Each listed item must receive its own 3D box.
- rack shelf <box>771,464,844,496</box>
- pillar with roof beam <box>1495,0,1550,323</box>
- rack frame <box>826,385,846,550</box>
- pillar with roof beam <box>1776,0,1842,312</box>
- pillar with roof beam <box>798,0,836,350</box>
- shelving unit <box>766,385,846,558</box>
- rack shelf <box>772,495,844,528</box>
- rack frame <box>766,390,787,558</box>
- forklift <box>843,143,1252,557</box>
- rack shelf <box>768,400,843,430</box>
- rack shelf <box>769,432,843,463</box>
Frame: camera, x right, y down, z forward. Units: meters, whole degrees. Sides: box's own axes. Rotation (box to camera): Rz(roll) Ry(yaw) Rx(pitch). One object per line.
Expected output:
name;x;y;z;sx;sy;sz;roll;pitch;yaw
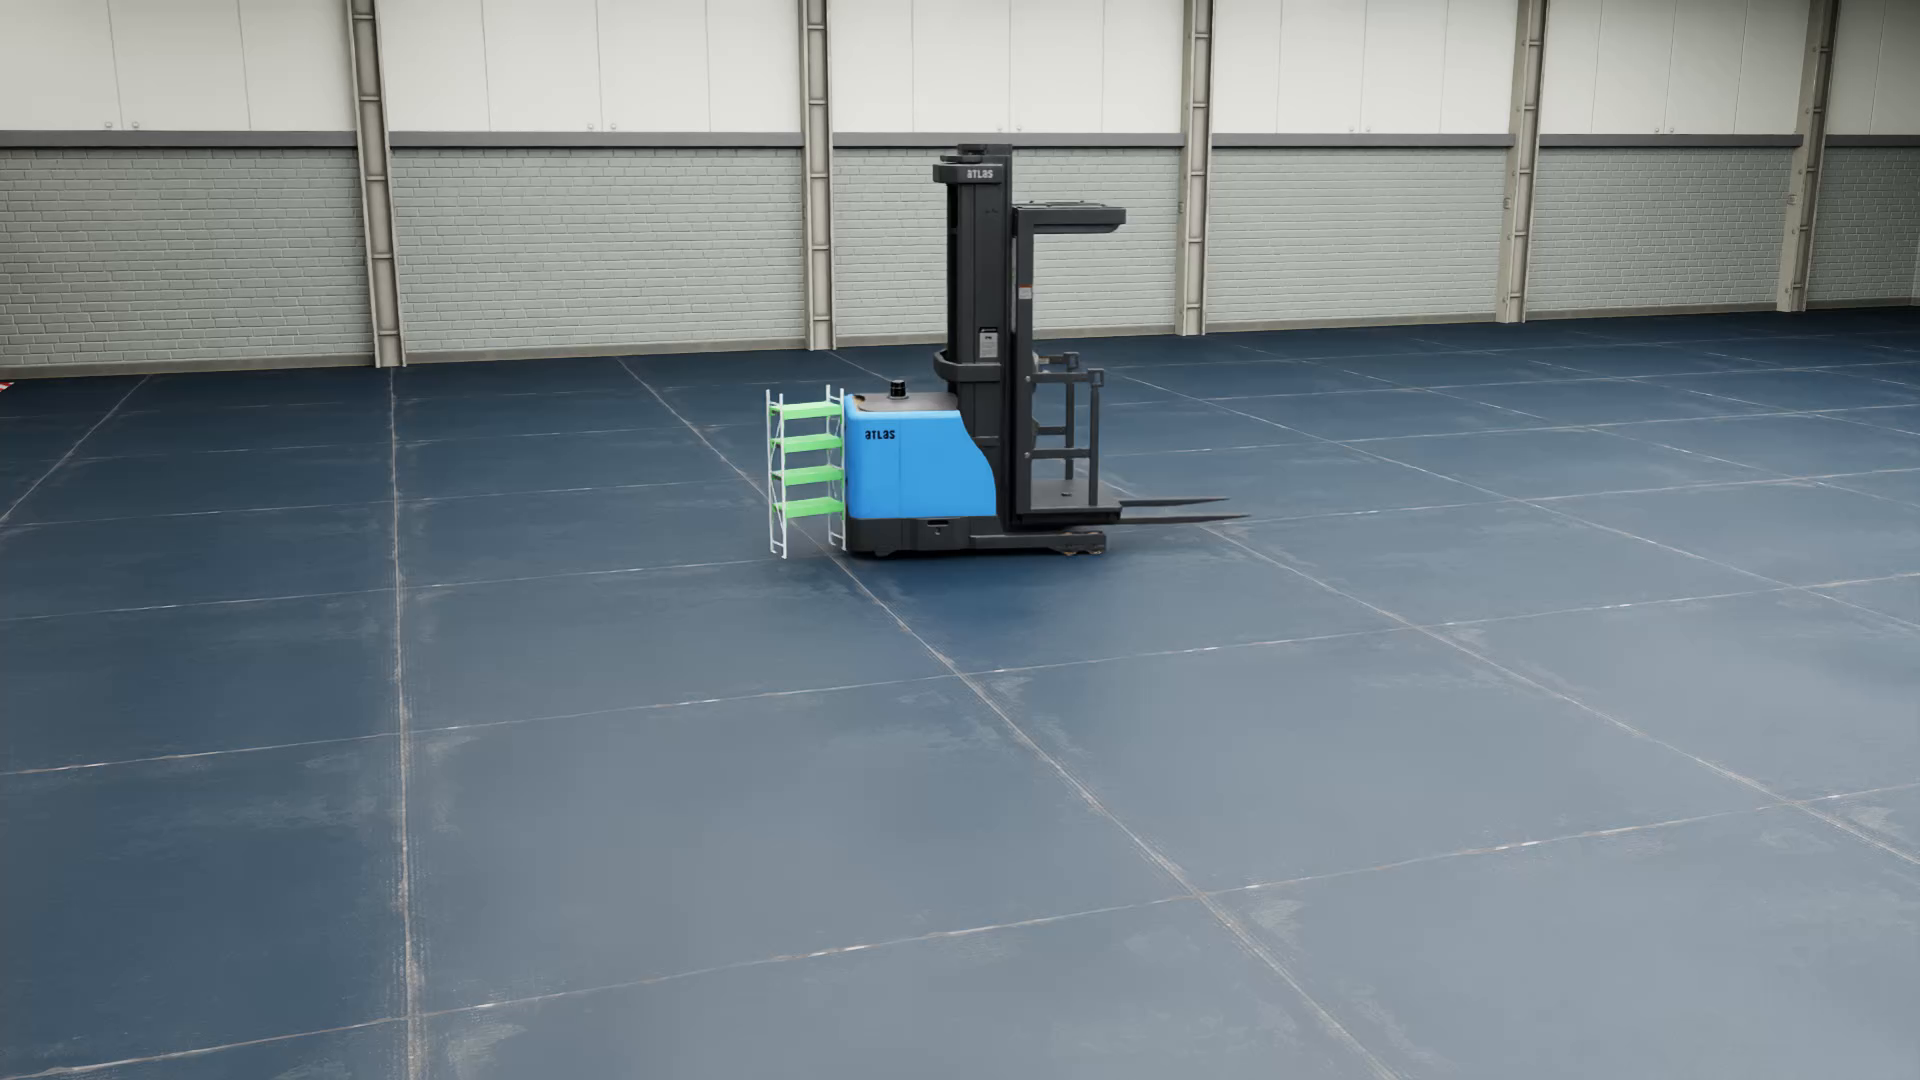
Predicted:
rack shelf;-1.124;-0.444;12.191;0.480;0.148;0.258;-8;16;-31
pillar with roof beam;10.697;-7.135;23.191;0.400;9.000;9.100;-4;14;-18
rack frame;-0.917;-0.536;12.302;0.015;1.200;0.240;-8;16;-31
pillar with roof beam;16.383;-7.577;25.052;0.400;9.000;9.100;-4;14;-18
pillar with roof beam;-0.677;-6.249;19.467;0.400;9.000;9.100;-4;14;-18
shelving unit;-1.124;-0.506;12.176;0.503;1.200;0.258;-8;16;-31
rack shelf;-1.124;-0.210;12.247;0.480;0.148;0.258;-8;16;-31
rack frame;-1.331;-0.476;12.051;0.015;1.200;0.240;-8;16;-31
forklift;0.652;-1.432;12.329;3.031;2.935;1.130;-2;13;-6
rack shelf;-1.124;-0.911;12.080;0.480;0.148;0.258;-8;16;-31
rack shelf;-1.124;-0.677;12.136;0.480;0.148;0.258;-8;16;-31
